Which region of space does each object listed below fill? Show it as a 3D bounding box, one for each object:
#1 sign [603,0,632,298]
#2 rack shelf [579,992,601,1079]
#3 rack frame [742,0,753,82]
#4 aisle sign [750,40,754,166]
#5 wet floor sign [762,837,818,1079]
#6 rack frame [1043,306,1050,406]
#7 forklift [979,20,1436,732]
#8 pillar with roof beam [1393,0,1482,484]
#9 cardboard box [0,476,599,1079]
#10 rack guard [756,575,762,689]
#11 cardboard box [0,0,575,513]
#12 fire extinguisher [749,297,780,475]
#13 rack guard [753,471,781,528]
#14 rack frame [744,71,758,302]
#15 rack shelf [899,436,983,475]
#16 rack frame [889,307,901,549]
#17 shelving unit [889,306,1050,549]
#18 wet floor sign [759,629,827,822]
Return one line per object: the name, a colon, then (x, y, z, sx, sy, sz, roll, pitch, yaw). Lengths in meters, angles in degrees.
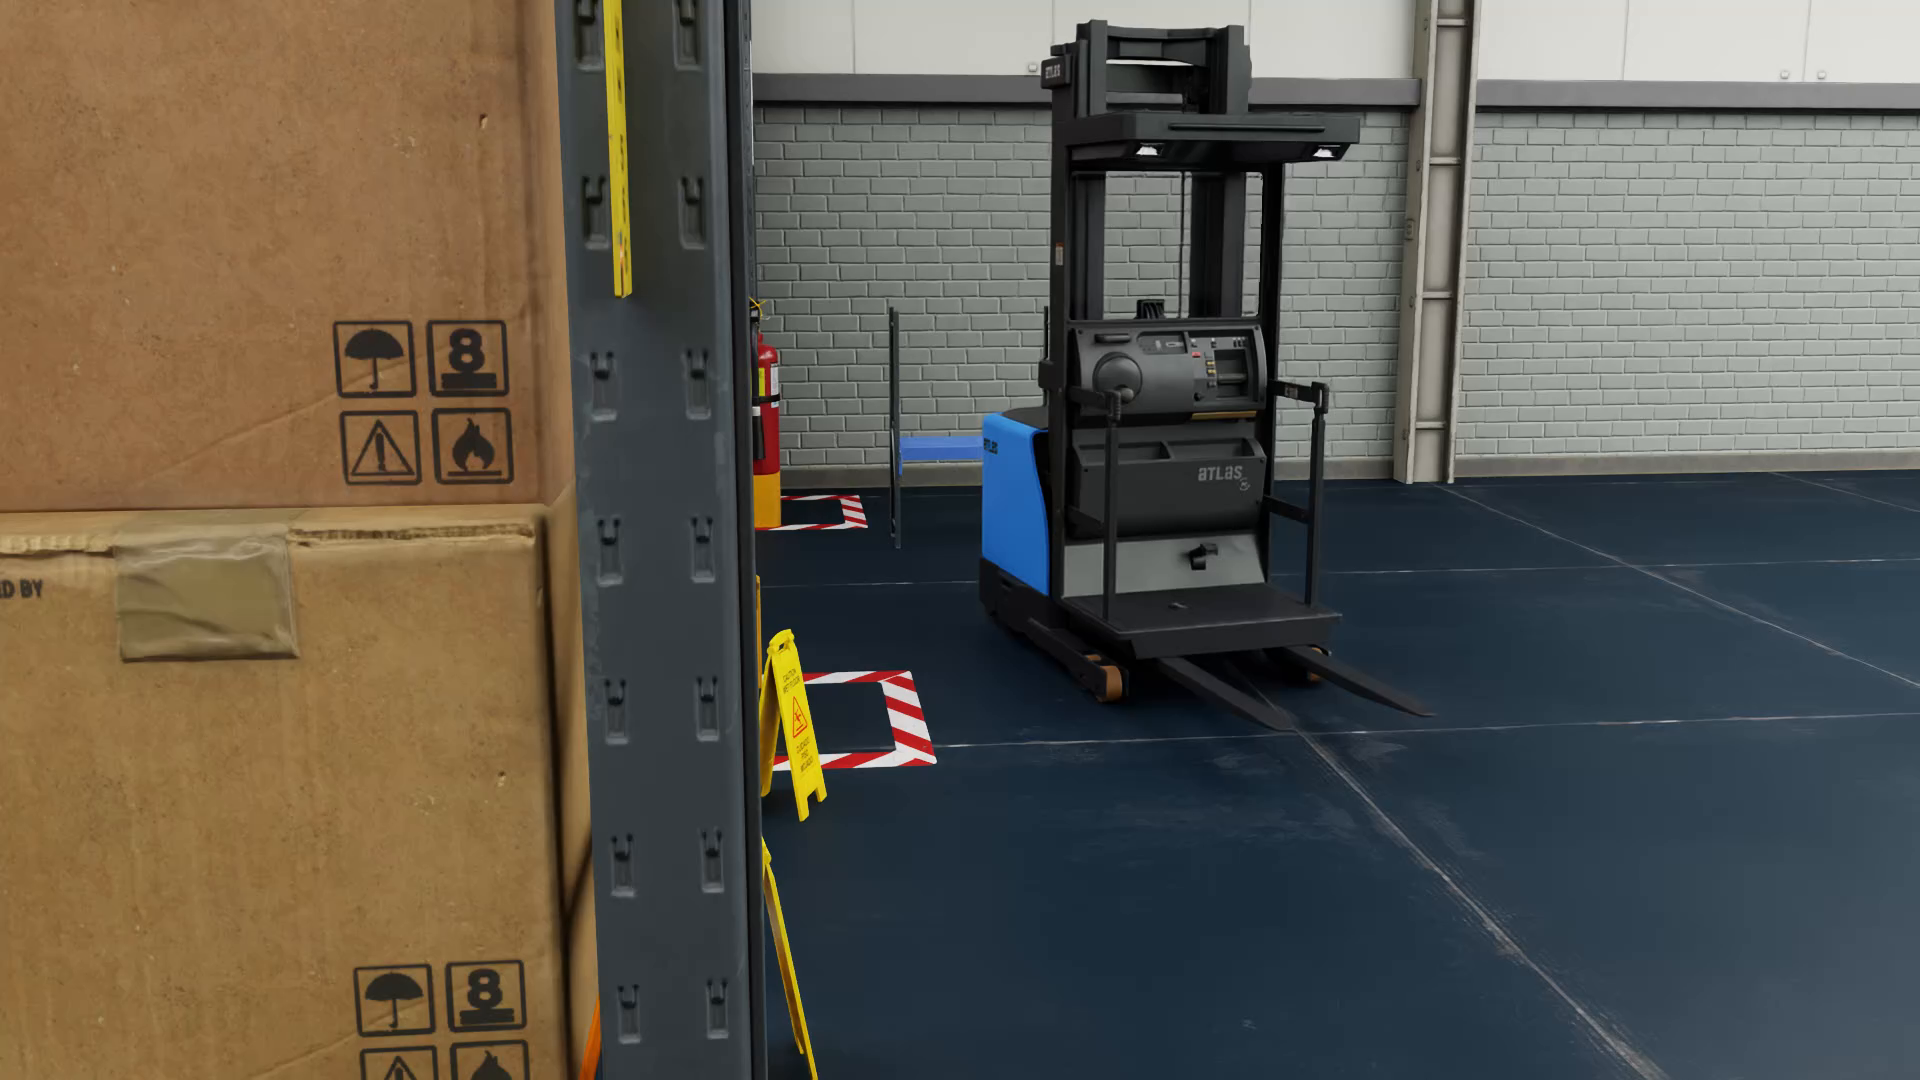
sign: (-0.257, -0.347, 1.240, 0.005, 0.325, 0.100, -1, 11, -6)
rack shelf: (-2.290, 0.628, 1.763, 4.000, 0.370, 1.077, -1, 11, -6)
rack frame: (-1.476, -4.609, 10.987, 0.127, 3.000, 1.000, -1, 11, -6)
aisle sign: (-1.379, -2.886, 11.035, 0.004, 0.787, 0.394, -1, 11, -6)
wet floor sign: (-0.487, 1.008, 4.067, 0.232, 0.644, 0.267, -3, 12, -16)
rack frame: (0.590, -0.748, 10.786, 0.032, 1.500, 0.500, -1, 11, -6)
forklift: (1.036, -0.814, 7.411, 1.130, 2.935, 3.031, -4, 12, -17)
pillar with roof beam: (4.164, -4.067, 8.228, 0.400, 9.000, 9.100, -1, 11, -6)
cardboard box: (-0.665, 0.176, 1.808, 0.550, 0.550, 0.875, -1, 11, -6)
rack guard: (-1.012, 0.514, 6.957, 0.348, 0.500, 1.175, -1, 11, -6)
cardboard box: (-0.675, -0.370, 1.786, 0.550, 0.550, 0.875, -1, 11, -6)
fire extinguisher: (-0.773, -0.590, 6.294, 0.183, 0.674, 0.296, -1, 11, -6)
rack guard: (-1.452, -0.440, 11.809, 0.348, 0.500, 1.175, -1, 11, -6)
rack frame: (-1.476, -1.666, 11.565, 0.127, 3.000, 1.000, -1, 11, -6)
rack shelf: (0.085, -0.561, 10.767, 1.000, 0.185, 0.538, -1, 11, -6)
rack frame: (-0.421, -0.727, 10.678, 0.032, 1.500, 0.500, -1, 11, -6)
shelving unit: (0.085, -0.738, 10.732, 1.048, 1.500, 0.538, -1, 11, -6)
wet floor sign: (-0.632, 0.643, 5.927, 0.232, 0.644, 0.267, 3, 11, 14)
